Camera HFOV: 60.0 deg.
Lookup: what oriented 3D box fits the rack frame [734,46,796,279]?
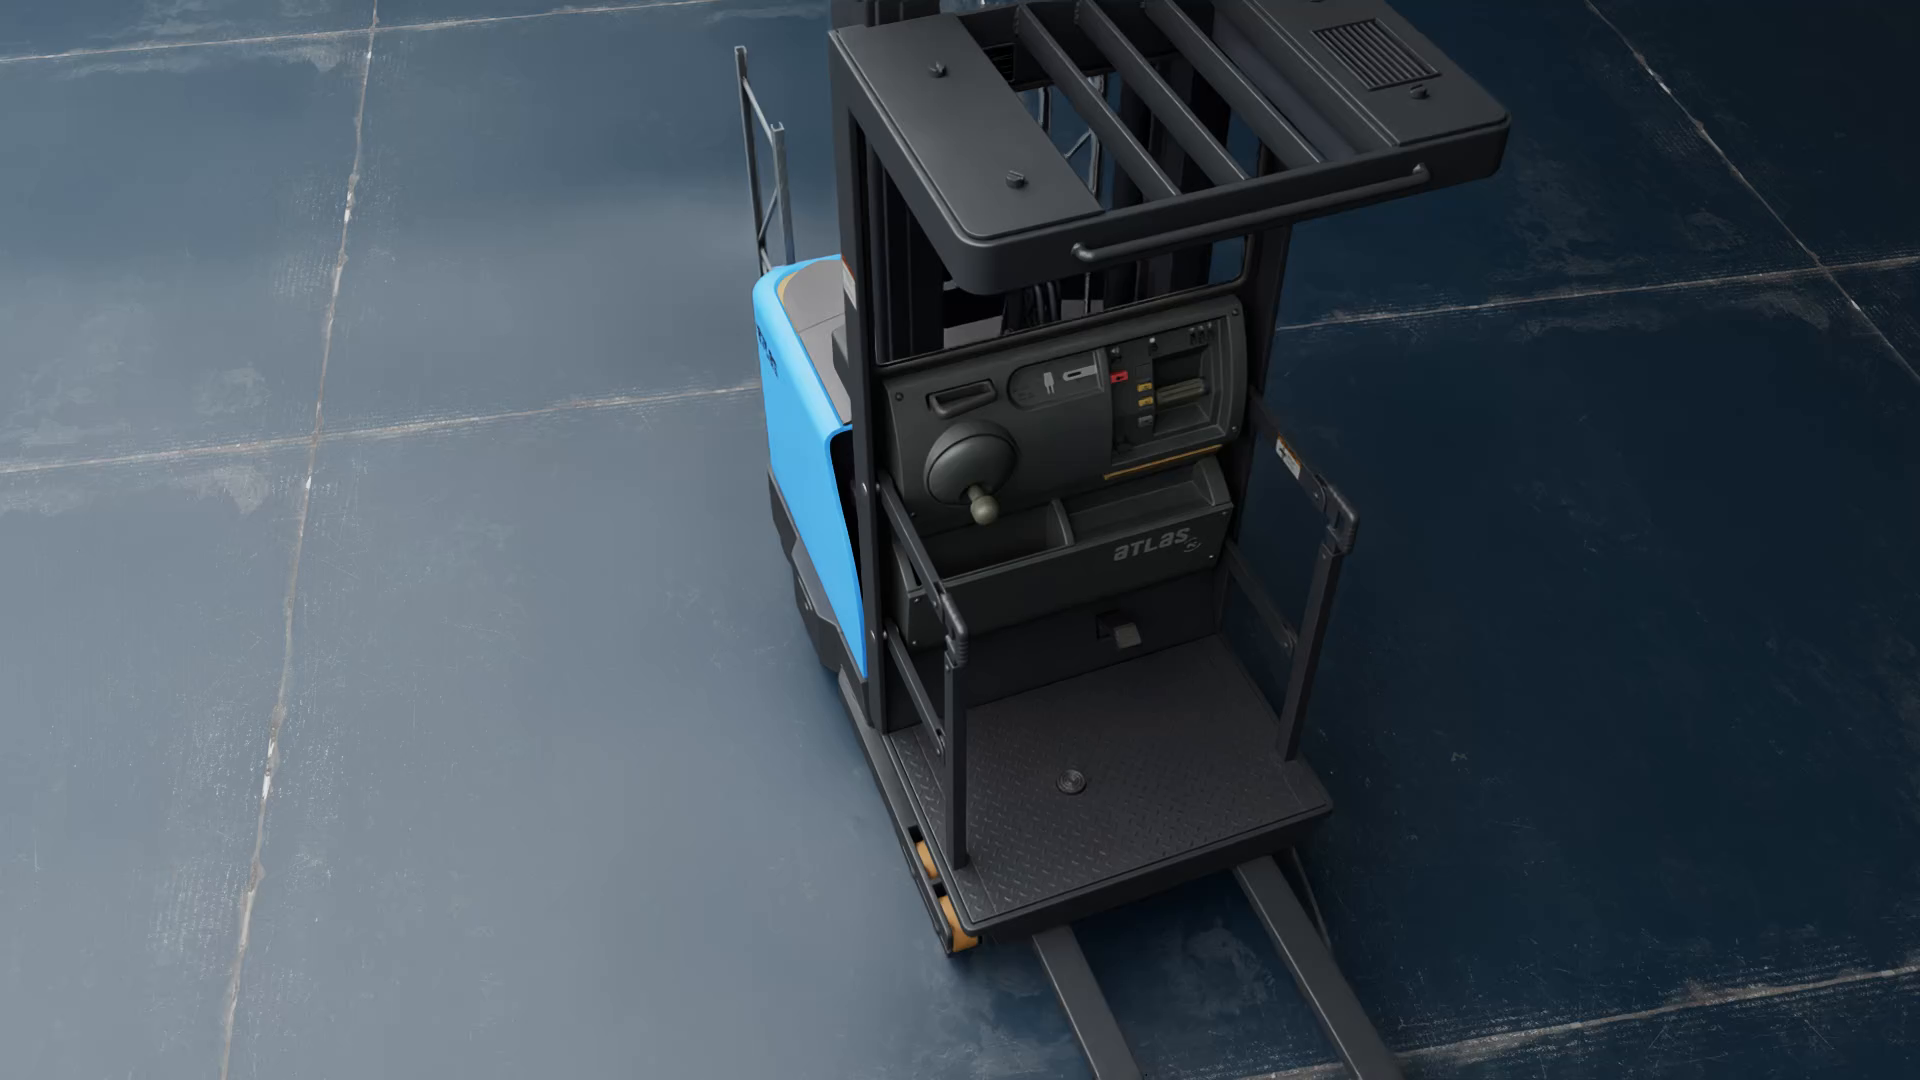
[{"bbox_3d":[-0.603,-0.835,5.513,0.032,1.500,0.500,-14,48,-13],"label":"rack frame"}]

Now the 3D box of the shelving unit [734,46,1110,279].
[{"bbox_3d":[-0.121,-0.952,5.626,1.048,1.500,0.538,-14,48,-13],"label":"shelving unit"}]

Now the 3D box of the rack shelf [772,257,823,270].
[{"bbox_3d":[-0.121,-0.827,5.755,1.000,0.185,0.538,-14,48,-13],"label":"rack shelf"}]

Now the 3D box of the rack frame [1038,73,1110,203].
[{"bbox_3d":[0.360,-1.070,5.739,0.032,1.500,0.500,-14,48,-13],"label":"rack frame"}]

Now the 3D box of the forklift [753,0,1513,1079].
[{"bbox_3d":[0.355,-0.218,3.925,1.130,2.935,3.031,-15,48,-14],"label":"forklift"}]
